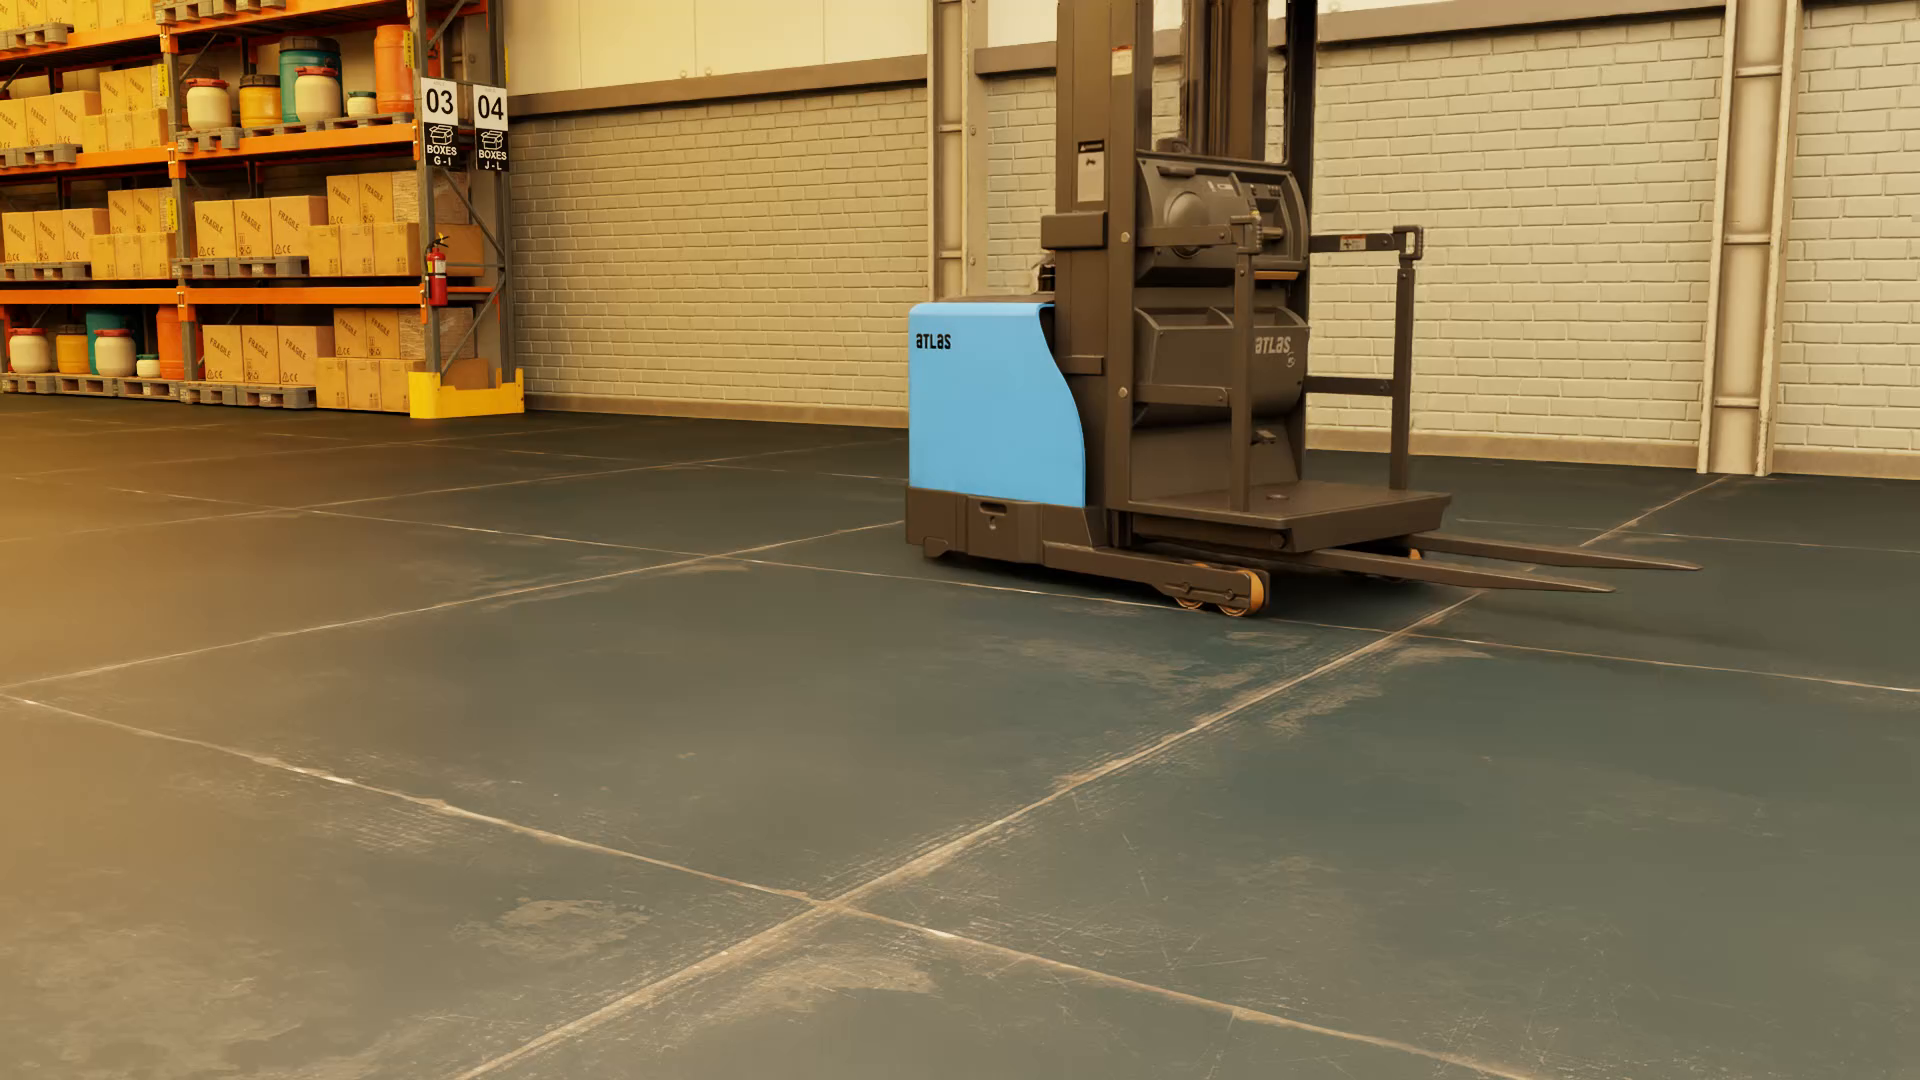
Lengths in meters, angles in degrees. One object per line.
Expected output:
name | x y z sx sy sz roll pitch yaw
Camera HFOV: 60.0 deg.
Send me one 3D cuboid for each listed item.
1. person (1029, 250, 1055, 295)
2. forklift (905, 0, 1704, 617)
person | 0.633 -0.727 7.338 0.930 1.552 0.717 -4 9 -26
forklift | 1.142 -1.266 6.097 1.130 2.935 3.031 -7 11 -42
